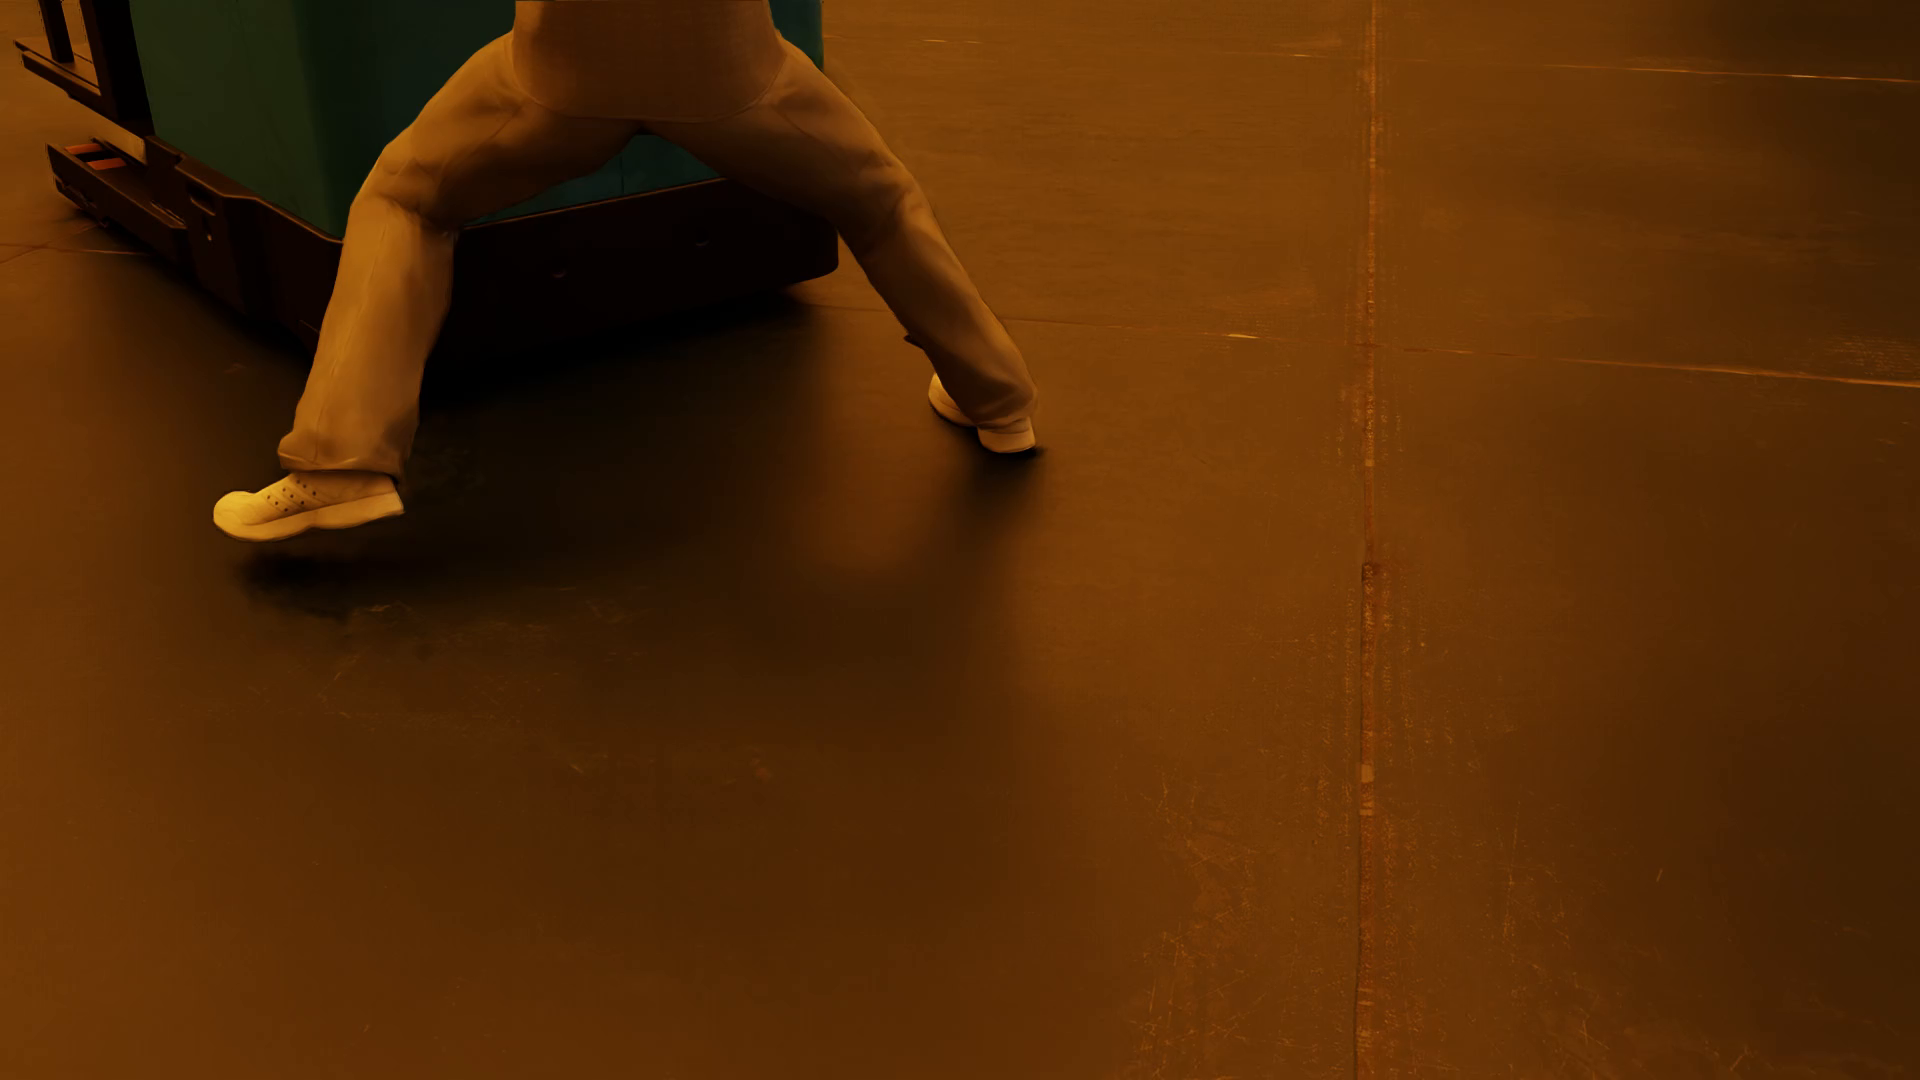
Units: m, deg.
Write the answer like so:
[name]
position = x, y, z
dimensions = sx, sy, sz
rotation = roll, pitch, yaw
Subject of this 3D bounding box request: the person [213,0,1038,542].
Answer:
[person]
position = -0.482, -0.749, 2.354
dimensions = 1.243, 1.461, 0.678
rotation = -2, 27, -3

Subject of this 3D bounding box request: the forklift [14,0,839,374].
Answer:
[forklift]
position = -1.587, -2.181, 3.569
dimensions = 1.130, 2.935, 3.031
rotation = -21, 33, -35
